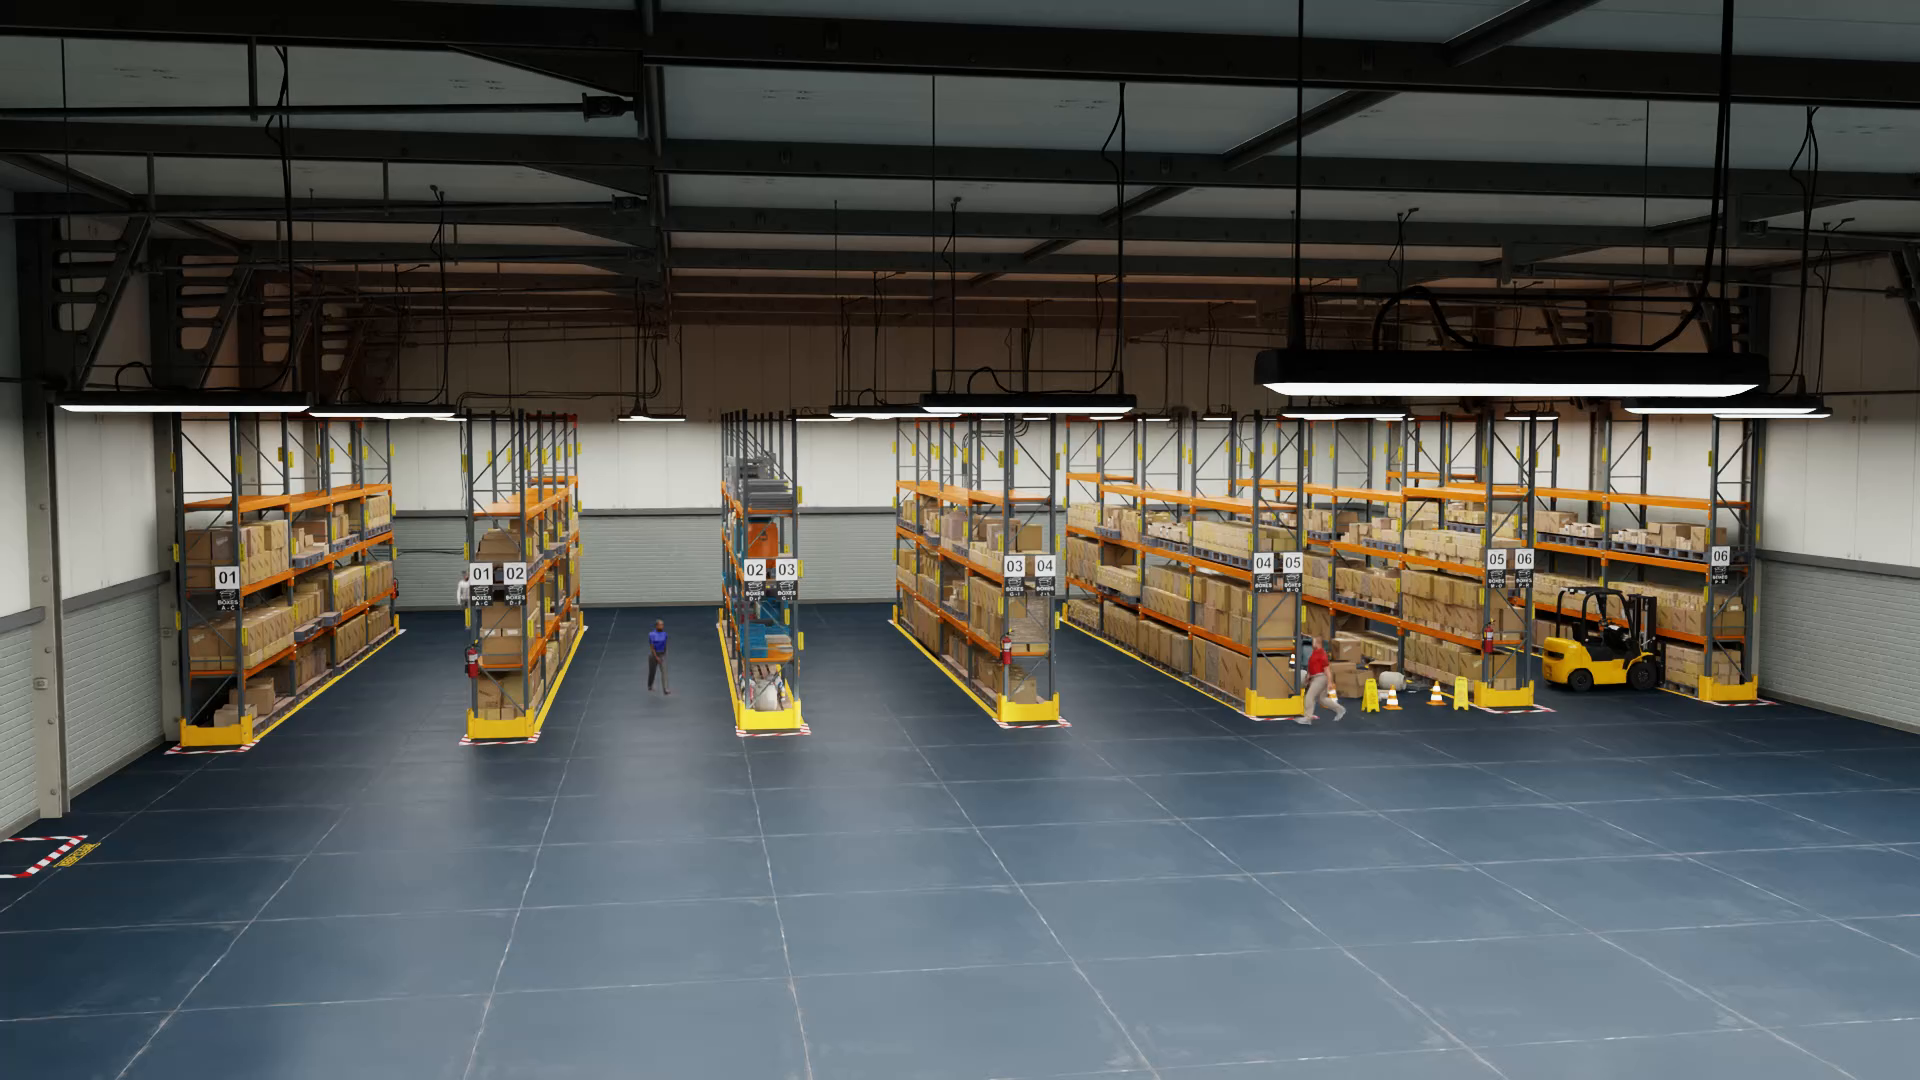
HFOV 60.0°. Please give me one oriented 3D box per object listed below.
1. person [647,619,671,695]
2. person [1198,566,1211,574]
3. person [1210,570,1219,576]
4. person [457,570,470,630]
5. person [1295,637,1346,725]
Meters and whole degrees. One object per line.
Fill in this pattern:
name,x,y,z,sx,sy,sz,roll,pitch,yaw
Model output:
person,-6.366,2.466,35.195,0.422,1.572,1.087,-2,4,-27
person,7.666,1.192,52.286,0.478,1.802,0.569,-3,5,-34
person,7.017,1.664,45.448,0.467,1.785,0.609,4,5,41
person,-13.791,1.650,46.420,0.479,1.617,1.028,0,4,-6
person,6.887,2.674,31.688,1.064,1.662,0.611,0,4,-5
